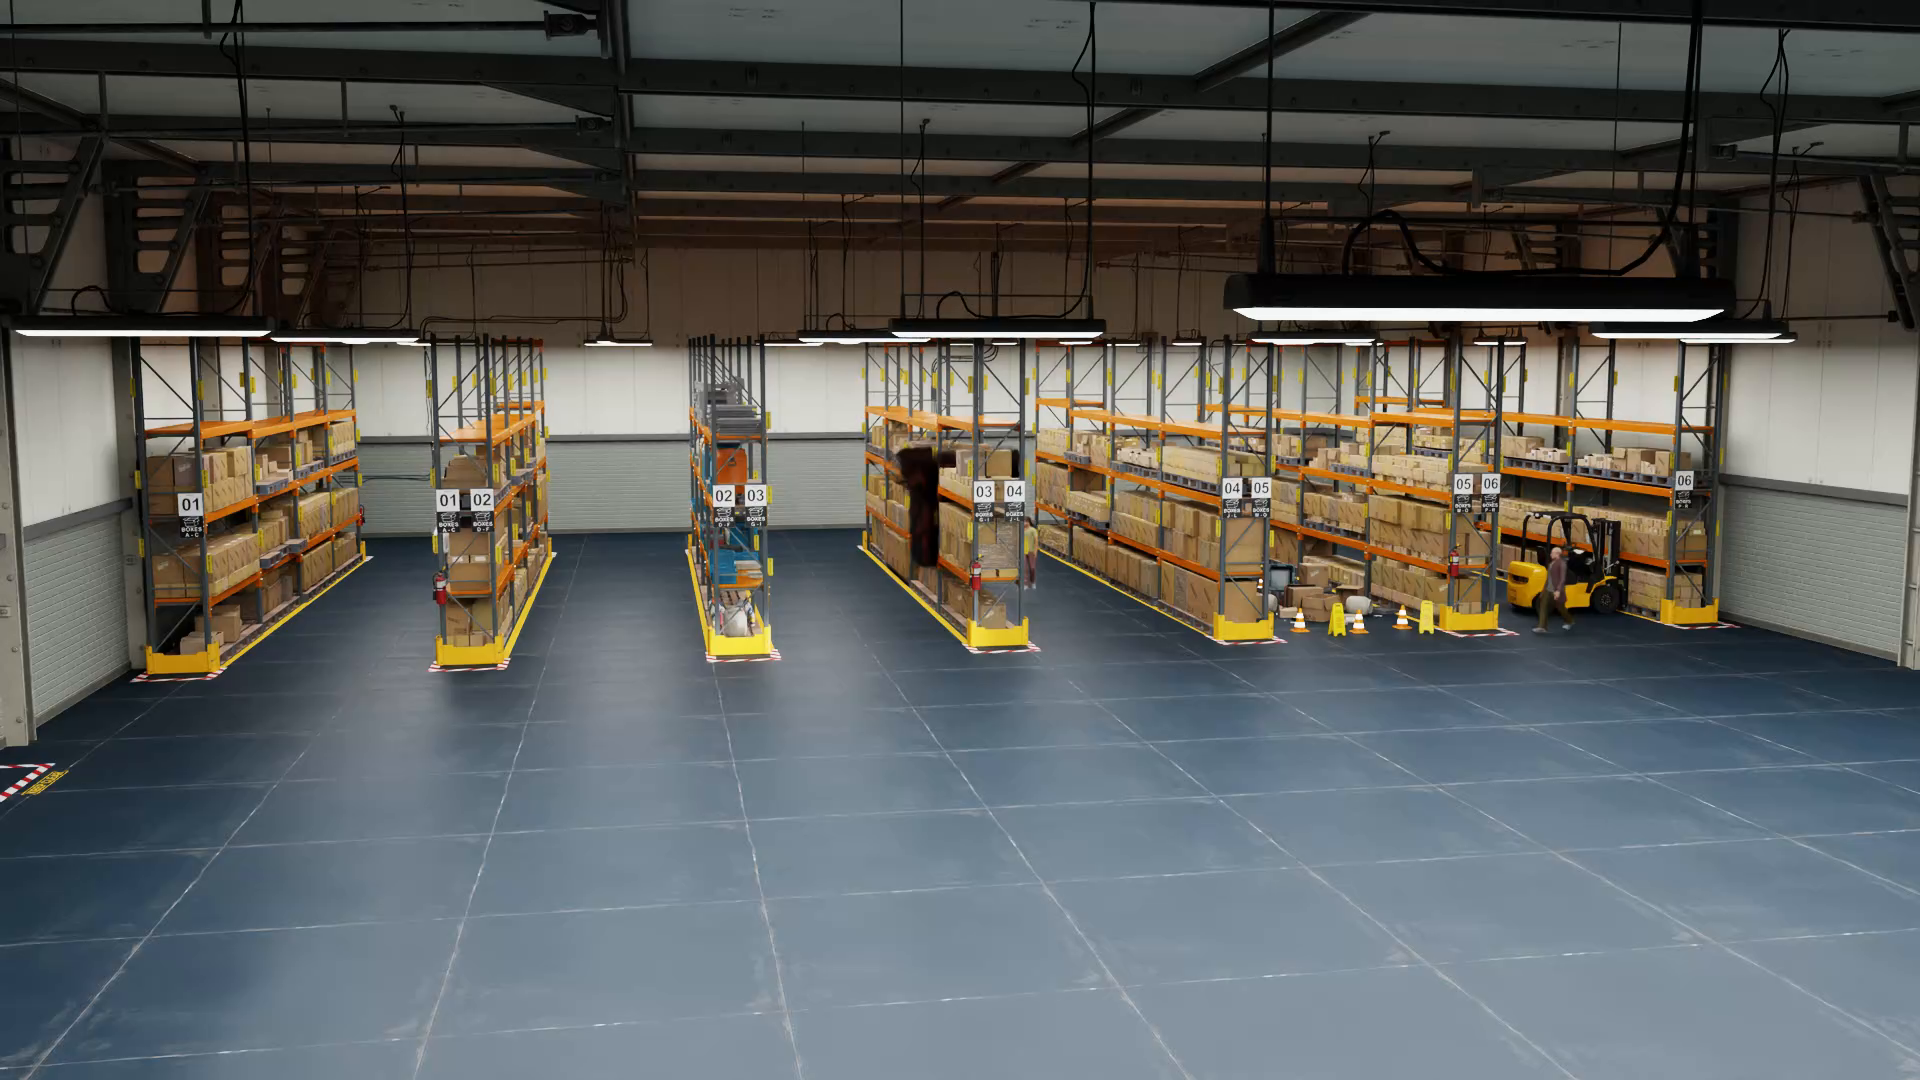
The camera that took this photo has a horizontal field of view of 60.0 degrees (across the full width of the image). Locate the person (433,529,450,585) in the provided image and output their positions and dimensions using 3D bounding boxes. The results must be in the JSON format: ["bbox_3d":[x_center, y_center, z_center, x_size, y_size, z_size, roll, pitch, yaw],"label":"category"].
[{"bbox_3d":[-12.372,0.303,39.917,0.500,1.729,1.022,-1,7,-6],"label":"person"}]

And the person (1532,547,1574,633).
[{"bbox_3d":[12.023,1.010,33.574,1.097,1.736,0.545,-6,9,-41],"label":"person"}]

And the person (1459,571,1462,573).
[{"bbox_3d":[11.554,0.489,38.651,0.540,1.753,0.586,5,8,36],"label":"person"}]

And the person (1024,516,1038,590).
[{"bbox_3d":[1.573,0.289,37.723,0.445,1.689,0.542,2,7,19],"label":"person"}]
